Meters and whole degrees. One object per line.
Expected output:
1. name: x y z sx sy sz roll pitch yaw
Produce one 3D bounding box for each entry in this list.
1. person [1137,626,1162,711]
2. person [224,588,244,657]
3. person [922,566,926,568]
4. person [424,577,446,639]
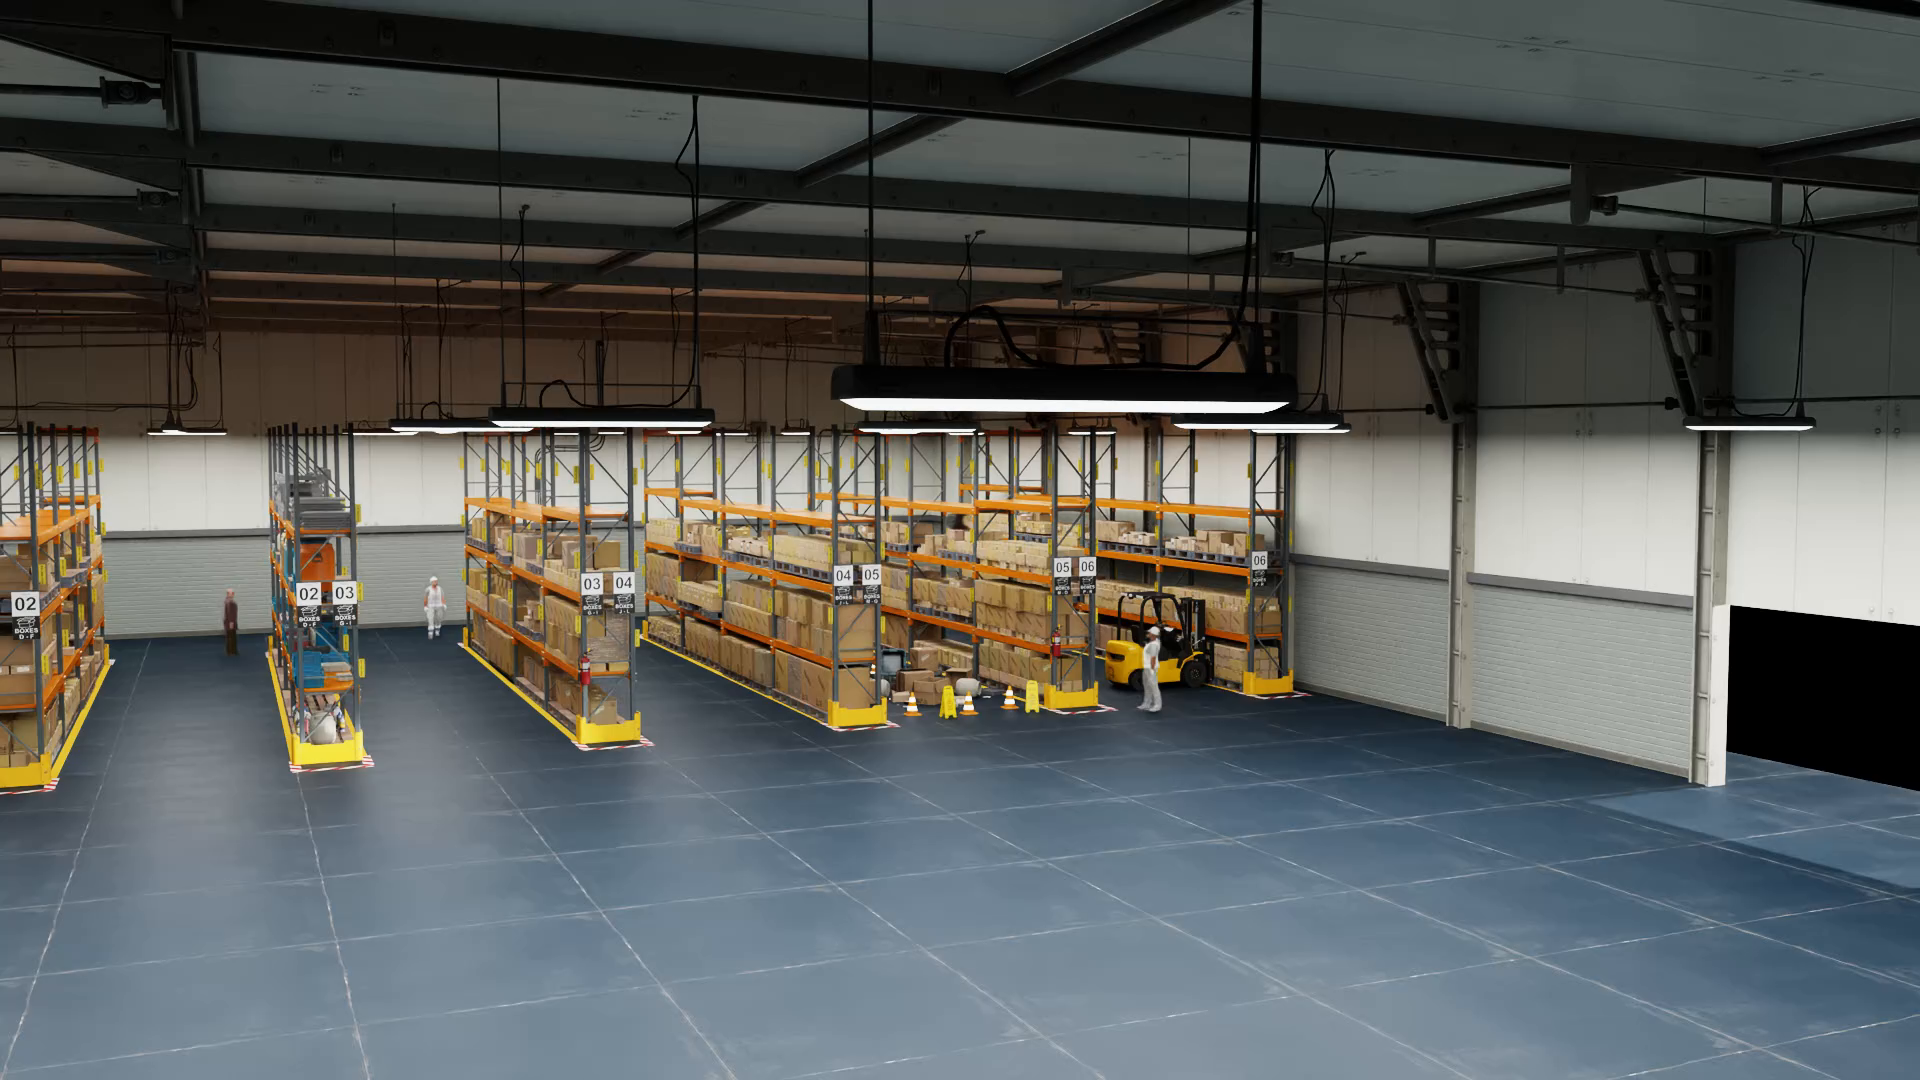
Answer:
1. person: 3.977 2.689 34.923 0.440 1.792 0.800 0 4 -7
2. person: -19.052 2.156 43.611 0.441 1.780 0.652 -2 4 -24
3. person: -1.137 1.660 52.685 0.913 1.680 0.637 -2 4 -23
4. person: -14.974 1.922 47.440 0.619 1.735 0.997 -1 4 -16
